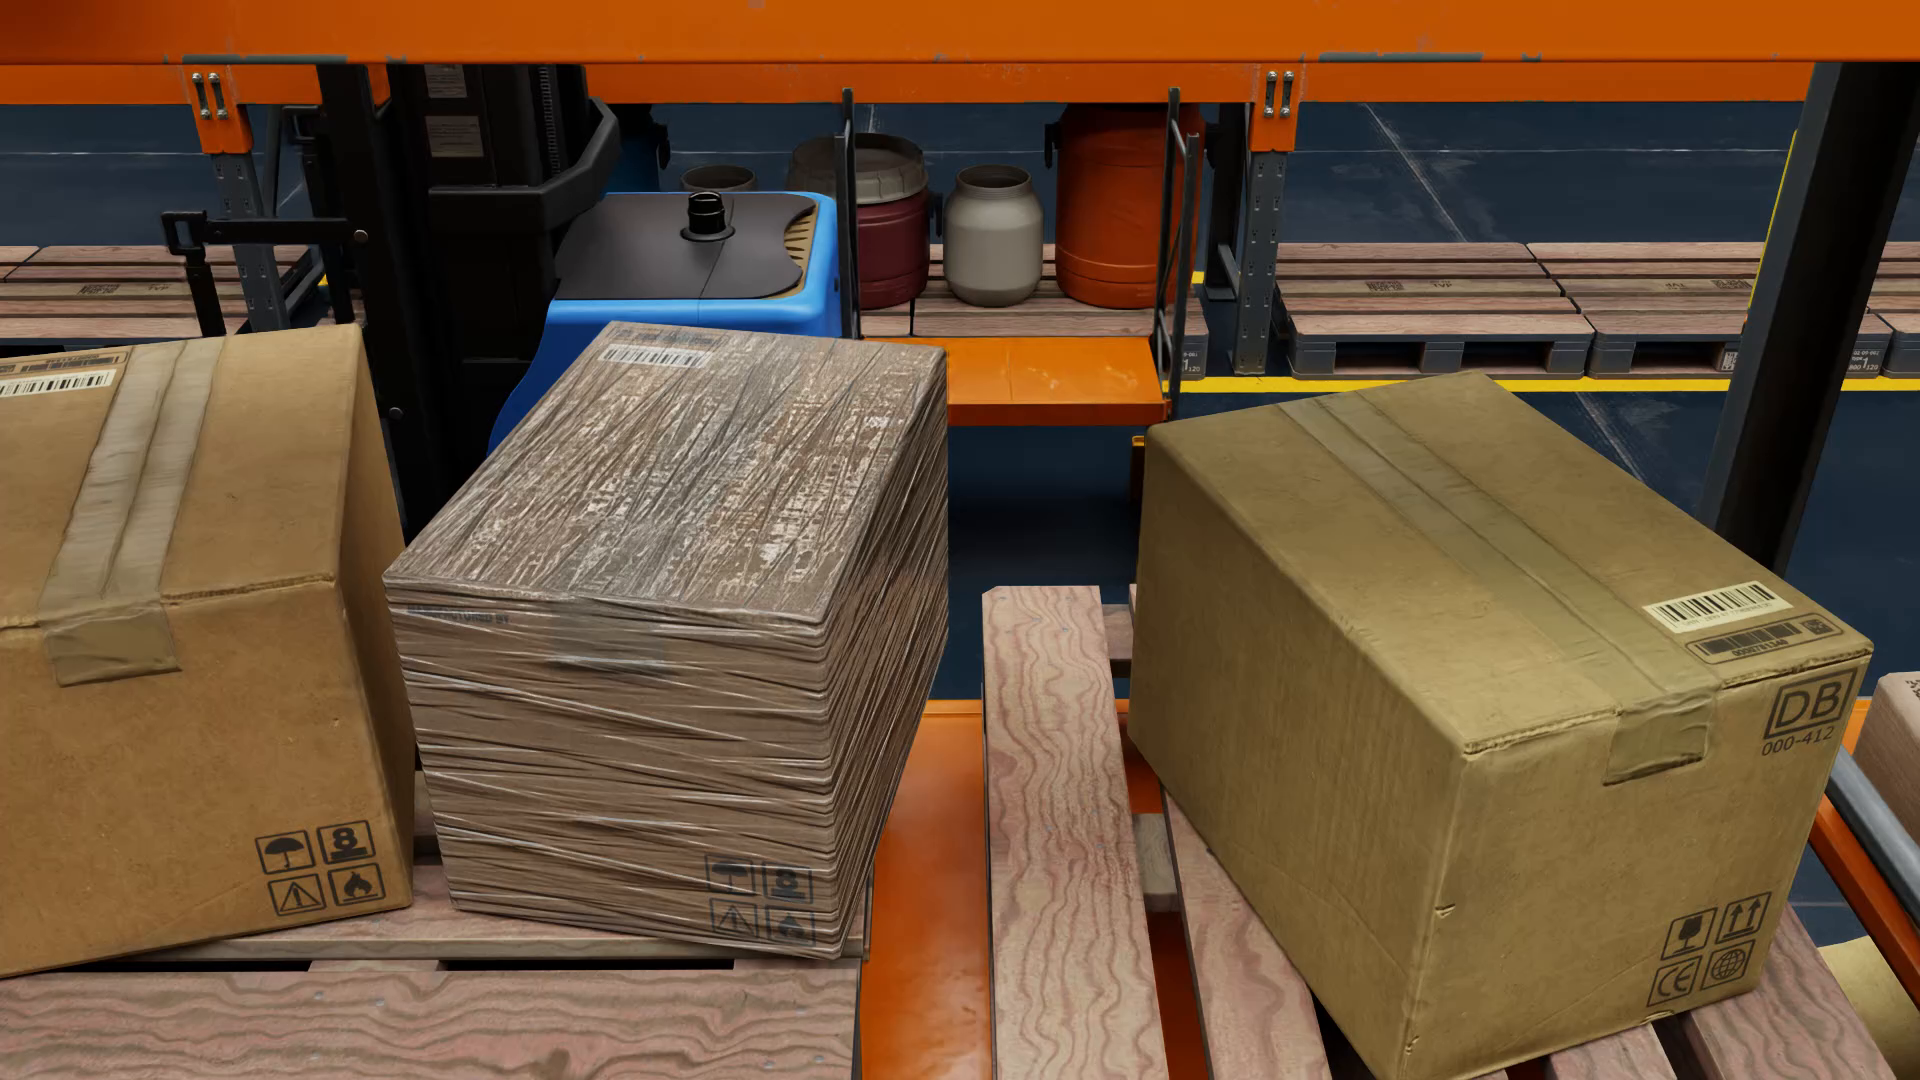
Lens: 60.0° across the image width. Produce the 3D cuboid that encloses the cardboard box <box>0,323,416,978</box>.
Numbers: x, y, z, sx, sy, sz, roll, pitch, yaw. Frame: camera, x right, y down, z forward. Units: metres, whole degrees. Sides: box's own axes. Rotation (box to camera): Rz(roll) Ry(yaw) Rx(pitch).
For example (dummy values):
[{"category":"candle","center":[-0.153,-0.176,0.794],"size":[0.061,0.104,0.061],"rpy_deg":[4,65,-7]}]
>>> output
[{"category":"cardboard box","center":[-1.015,0.106,2.182],"size":[0.500,0.500,0.700],"rpy_deg":[-8,32,-13]}]

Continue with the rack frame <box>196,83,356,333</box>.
[{"category":"rack frame","center":[-2.808,-2.203,6.490],"size":[0.127,3.000,1.000],"rpy_deg":[0,31,0]}]

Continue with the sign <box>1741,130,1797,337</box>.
[{"category":"sign","center":[1.212,-0.429,2.450],"size":[0.005,0.325,0.100],"rpy_deg":[0,31,0]}]

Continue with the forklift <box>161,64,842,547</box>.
[{"category":"forklift","center":[-1.906,-1.265,5.010],"size":[3.031,2.935,1.130],"rpy_deg":[0,31,0]}]

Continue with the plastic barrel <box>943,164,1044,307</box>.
[{"category":"plastic barrel","center":[0.139,-1.273,6.950],"size":[0.421,0.512,0.421],"rpy_deg":[0,31,0]}]

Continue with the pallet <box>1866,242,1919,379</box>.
[{"category":"pallet","center":[4.407,-1.014,7.217],"size":[1.213,0.211,1.003],"rpy_deg":[0,31,0]}]

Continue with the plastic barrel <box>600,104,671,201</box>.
[{"category":"plastic barrel","center":[-1.556,-1.481,6.917],"size":[0.708,0.901,0.600],"rpy_deg":[0,31,0]}]

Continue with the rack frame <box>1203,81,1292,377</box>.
[{"category":"rack frame","center":[1.192,-2.216,6.510],"size":[0.127,3.000,1.000],"rpy_deg":[0,31,0]}]

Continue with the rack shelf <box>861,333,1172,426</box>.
[{"category":"rack shelf","center":[0.161,-0.488,5.455],"size":[1.000,0.185,0.538],"rpy_deg":[0,31,0]}]

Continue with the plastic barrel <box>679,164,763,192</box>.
[{"category":"plastic barrel","center":[-0.990,-1.270,6.944],"size":[0.421,0.512,0.421],"rpy_deg":[0,31,0]}]

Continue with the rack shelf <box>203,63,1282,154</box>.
[{"category":"rack shelf","center":[-0.808,-1.902,6.687],"size":[4.000,0.370,1.077],"rpy_deg":[0,31,0]}]

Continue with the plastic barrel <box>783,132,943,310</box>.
[{"category":"plastic barrel","center":[-0.426,-1.350,7.004],"size":[0.708,0.588,0.600],"rpy_deg":[0,31,0]}]

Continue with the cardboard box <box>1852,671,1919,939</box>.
[{"category":"cardboard box","center":[1.582,0.413,2.263],"size":[0.500,0.311,0.500],"rpy_deg":[2,31,3]}]

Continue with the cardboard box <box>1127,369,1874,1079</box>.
[{"category":"cardboard box","center":[0.589,0.192,2.041],"size":[0.500,0.500,0.700],"rpy_deg":[-11,33,-17]}]

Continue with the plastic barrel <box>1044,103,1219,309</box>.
[{"category":"plastic barrel","center":[0.703,-1.457,6.947],"size":[0.708,0.830,0.600],"rpy_deg":[0,31,0]}]

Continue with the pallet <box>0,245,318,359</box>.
[{"category":"pallet","center":[-3.543,-0.989,7.176],"size":[1.213,0.211,1.003],"rpy_deg":[0,31,0]}]

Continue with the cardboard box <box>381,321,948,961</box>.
[{"category":"cardboard box","center":[-0.327,0.096,2.200],"size":[0.500,0.500,0.700],"rpy_deg":[6,32,9]}]

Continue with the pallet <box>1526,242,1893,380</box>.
[{"category":"pallet","center":[3.184,-1.008,7.208],"size":[1.213,0.211,1.003],"rpy_deg":[0,31,0]}]

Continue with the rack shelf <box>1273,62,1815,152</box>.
[{"category":"rack shelf","center":[3.192,-1.915,6.707],"size":[4.000,0.370,1.077],"rpy_deg":[0,31,0]}]

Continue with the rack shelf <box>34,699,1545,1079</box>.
[{"category":"rack shelf","center":[-0.782,0.667,2.452],"size":[4.000,0.370,1.077],"rpy_deg":[0,31,0]}]

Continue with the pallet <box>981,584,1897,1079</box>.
[{"category":"pallet","center":[0.541,0.474,2.262],"size":[1.003,0.211,1.213],"rpy_deg":[0,31,0]}]

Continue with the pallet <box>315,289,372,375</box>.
[{"category":"pallet","center":[-2.036,-0.992,7.181],"size":[1.213,0.211,1.003],"rpy_deg":[0,31,0]}]

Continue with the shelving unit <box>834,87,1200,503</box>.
[{"category":"shelving unit","center":[0.152,-0.642,5.362],"size":[1.083,1.500,0.587],"rpy_deg":[0,31,0]}]

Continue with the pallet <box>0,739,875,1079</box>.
[{"category":"pallet","center":[-0.726,0.444,2.311],"size":[1.213,0.211,1.003],"rpy_deg":[0,31,0]}]

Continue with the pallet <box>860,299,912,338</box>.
[{"category":"pallet","center":[-0.813,-0.997,7.190],"size":[1.213,0.211,1.003],"rpy_deg":[0,31,0]}]

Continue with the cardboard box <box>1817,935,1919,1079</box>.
[{"category":"cardboard box","center":[1.741,0.980,2.948],"size":[0.500,0.311,0.500],"rpy_deg":[1,31,1]}]

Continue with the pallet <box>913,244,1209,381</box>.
[{"category":"pallet","center":[0.404,-1.000,7.194],"size":[1.213,0.211,1.003],"rpy_deg":[0,31,0]}]

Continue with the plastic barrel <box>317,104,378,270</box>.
[{"category":"plastic barrel","center":[-2.264,-1.479,6.913],"size":[0.708,0.901,0.600],"rpy_deg":[0,31,0]}]

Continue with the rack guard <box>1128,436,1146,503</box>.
[{"category":"rack guard","center":[0.650,-0.109,5.689],"size":[0.087,0.250,0.587],"rpy_deg":[0,31,0]}]

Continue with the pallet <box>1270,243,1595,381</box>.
[{"category":"pallet","center":[1.967,-1.006,7.204],"size":[1.213,0.211,1.003],"rpy_deg":[0,31,0]}]

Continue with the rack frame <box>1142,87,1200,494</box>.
[{"category":"rack frame","center":[0.669,-0.644,5.365],"size":[0.032,1.500,0.500],"rpy_deg":[0,31,0]}]

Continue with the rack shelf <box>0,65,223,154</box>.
[{"category":"rack shelf","center":[-4.808,-1.889,6.666],"size":[4.000,0.370,1.077],"rpy_deg":[0,31,0]}]

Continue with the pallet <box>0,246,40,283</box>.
[{"category":"pallet","center":[-4.766,-0.983,7.167],"size":[1.213,0.211,1.003],"rpy_deg":[0,31,0]}]

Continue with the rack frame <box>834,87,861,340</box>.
[{"category":"rack frame","center":[-0.347,-0.640,5.359],"size":[0.032,1.500,0.500],"rpy_deg":[0,31,0]}]

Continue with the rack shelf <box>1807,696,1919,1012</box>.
[{"category":"rack shelf","center":[3.218,0.655,2.472],"size":[4.000,0.370,1.077],"rpy_deg":[0,31,0]}]
